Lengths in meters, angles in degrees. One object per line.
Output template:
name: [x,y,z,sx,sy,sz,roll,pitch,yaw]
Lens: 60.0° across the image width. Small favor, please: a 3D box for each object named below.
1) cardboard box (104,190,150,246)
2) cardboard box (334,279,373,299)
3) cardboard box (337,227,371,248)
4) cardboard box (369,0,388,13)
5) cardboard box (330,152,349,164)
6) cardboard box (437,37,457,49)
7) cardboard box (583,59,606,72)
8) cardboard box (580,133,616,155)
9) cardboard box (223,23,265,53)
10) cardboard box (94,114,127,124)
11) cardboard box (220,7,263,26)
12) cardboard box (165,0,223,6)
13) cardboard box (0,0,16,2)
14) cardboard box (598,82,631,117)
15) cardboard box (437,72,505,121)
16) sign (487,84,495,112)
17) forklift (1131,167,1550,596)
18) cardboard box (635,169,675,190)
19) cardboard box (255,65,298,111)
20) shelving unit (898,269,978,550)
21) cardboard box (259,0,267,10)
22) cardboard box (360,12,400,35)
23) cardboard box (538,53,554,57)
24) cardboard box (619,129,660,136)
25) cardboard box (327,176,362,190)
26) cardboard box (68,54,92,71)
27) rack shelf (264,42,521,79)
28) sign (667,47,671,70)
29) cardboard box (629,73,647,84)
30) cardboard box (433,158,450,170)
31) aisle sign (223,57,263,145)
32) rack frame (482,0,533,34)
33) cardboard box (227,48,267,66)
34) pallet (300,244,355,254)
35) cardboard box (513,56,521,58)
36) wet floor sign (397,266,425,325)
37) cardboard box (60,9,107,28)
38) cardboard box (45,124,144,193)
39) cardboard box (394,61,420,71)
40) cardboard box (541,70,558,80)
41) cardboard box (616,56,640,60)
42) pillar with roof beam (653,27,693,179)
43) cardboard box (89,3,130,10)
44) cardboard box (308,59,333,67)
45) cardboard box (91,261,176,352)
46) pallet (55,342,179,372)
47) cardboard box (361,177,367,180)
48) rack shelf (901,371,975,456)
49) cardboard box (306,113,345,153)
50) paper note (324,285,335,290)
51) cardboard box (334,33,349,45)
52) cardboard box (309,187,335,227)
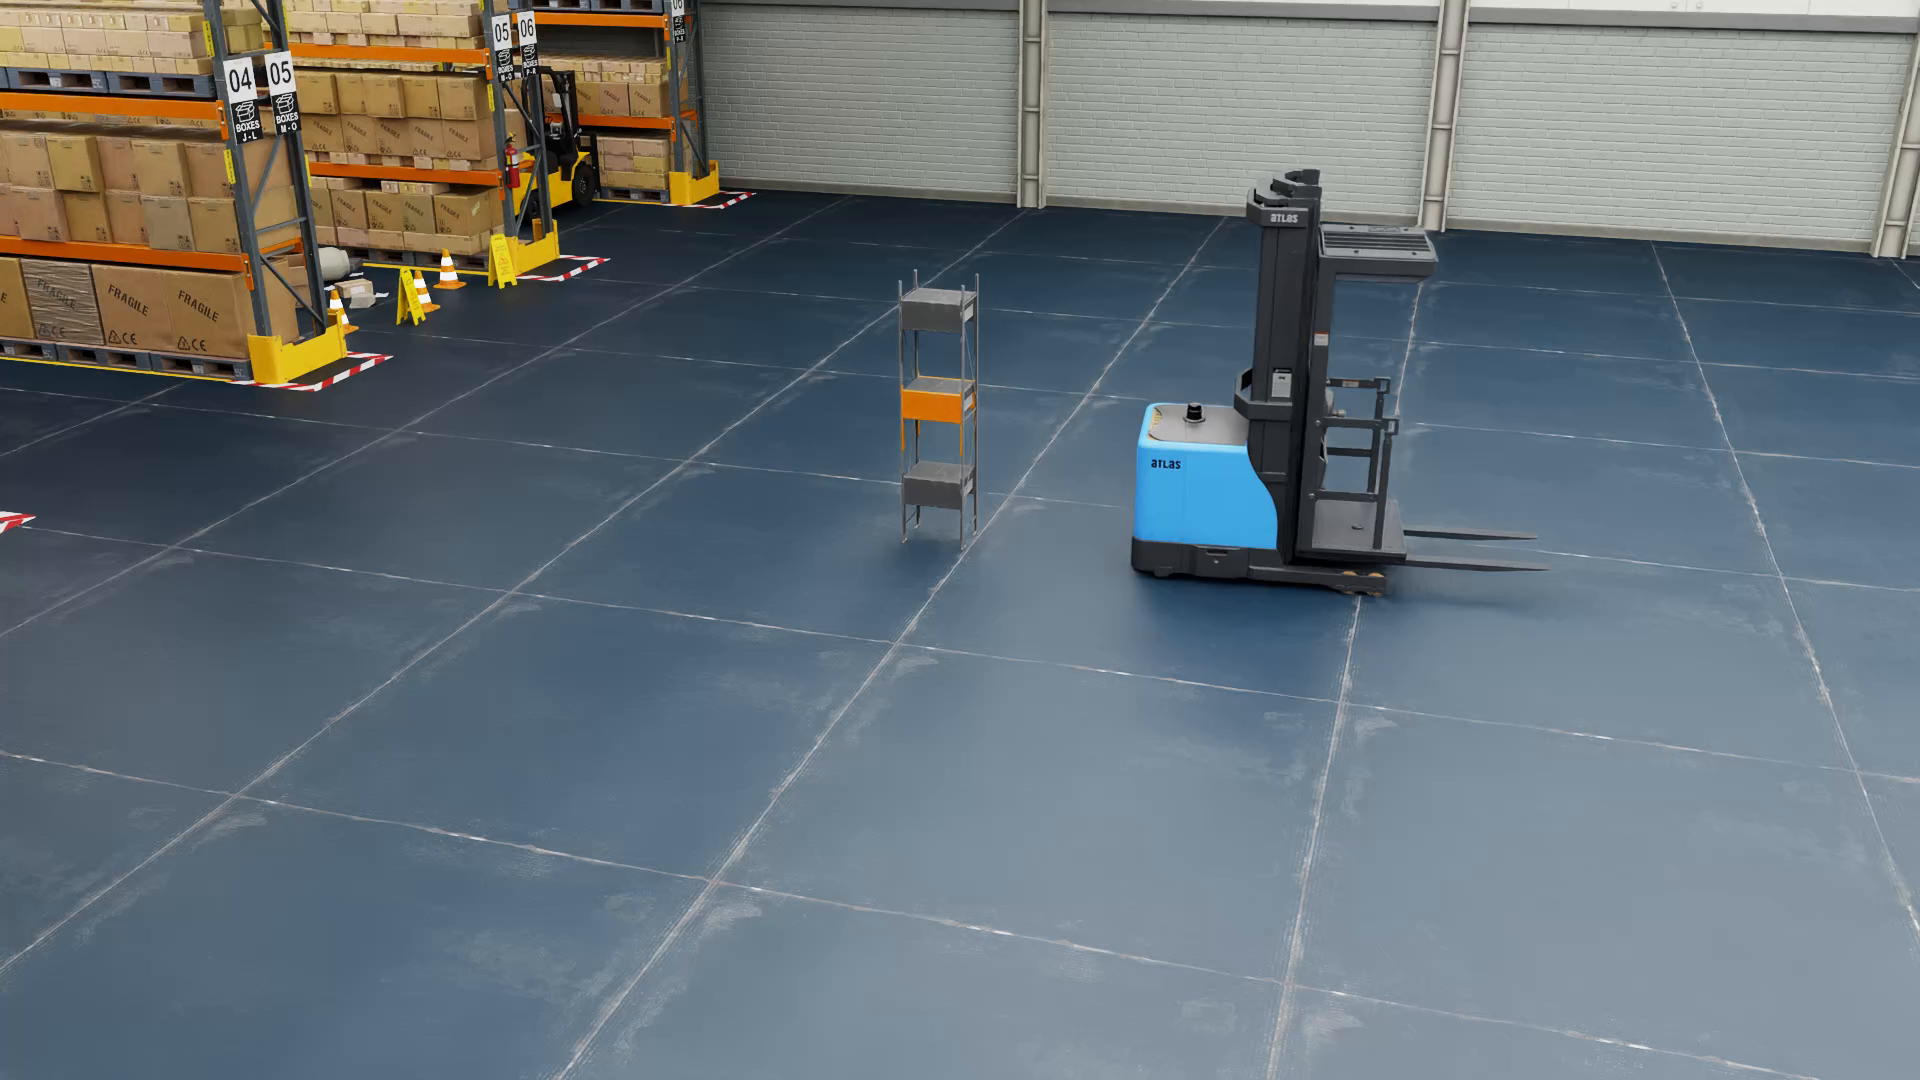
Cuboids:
cardboard box: [-8.391,-3.463,17.467,0.550,0.550,0.875,7,23,16]
cardboard box: [-7.495,-3.110,20.561,0.380,0.149,0.250,-20,29,-39]
cardboard box: [-7.977,-4.106,22.302,0.500,0.250,0.500,6,23,15]
cardboard box: [-7.255,-6.768,21.049,0.250,0.149,0.380,6,23,14]
cardboard box: [-8.056,-5.047,21.858,0.250,0.149,0.380,7,23,16]
cardboard box: [-6.327,-6.244,20.823,0.250,0.149,0.380,7,23,16]
cardboard box: [-5.632,-7.347,25.756,0.250,0.149,0.380,7,23,17]
cardboard box: [-5.734,-6.251,26.214,0.500,0.250,0.500,7,23,16]
cardboard box: [-7.378,-5.053,16.708,0.500,0.250,0.500,6,23,15]
cardboard box: [-11.464,-5.973,22.708,0.500,0.500,0.500,6,23,13]
cardboard box: [-7.218,-5.243,16.648,0.250,0.149,0.380,7,23,16]
cardboard box: [-10.088,-6.982,21.936,0.500,0.250,0.500,6,23,14]
cardboard box: [-10.136,-5.577,17.462,0.250,0.149,0.380,6,23,15]
cardboard box: [-5.268,-6.888,25.884,0.500,0.500,0.500,7,23,17]
cardboard box: [-6.209,-5.643,21.138,0.500,0.500,0.700,6,23,14]
sign: [-5.837,-5.502,20.694,0.005,0.325,0.100,7,23,16]
forklift: [2.852,-1.164,12.150,3.031,2.935,1.130,4,23,9]
cardboard box: [-4.768,-5.682,26.145,0.500,0.250,0.500,7,23,16]
cardboard box: [-9.128,-5.977,21.954,0.500,0.500,0.700,6,23,15]
shelving unit: [-0.158,-0.990,12.821,0.503,2.100,0.431,7,23,16]
cardboard box: [-8.772,-6.895,21.360,0.250,0.149,0.380,6,23,14]
cardboard box: [-7.204,-6.544,21.030,0.500,0.250,0.500,7,23,17]
cardboard box: [-6.678,-7.714,26.649,0.250,0.149,0.380,6,23,15]
cardboard box: [-5.112,-6.383,26.536,0.500,0.250,0.500,7,23,16]
cardboard box: [-8.146,-4.745,22.017,0.250,0.149,0.380,8,24,19]
cardboard box: [-8.623,-4.775,16.556,0.250,0.149,0.380,7,23,16]
rack shelf: [-7.572,-6.294,21.561,4.000,0.370,1.077,7,23,16]
sign: [-4.397,-7.273,25.116,0.005,0.325,0.100,7,23,16]
cardboard box: [-4.893,-7.123,25.602,0.250,0.149,0.380,7,23,16]
cardboard box: [-6.591,-4.890,21.475,0.250,0.149,0.380,6,23,15]
aisle sign: [-7.009,-4.296,16.270,0.004,0.787,0.394,7,23,16]
rack frame: [-5.657,-7.795,20.321,0.127,3.000,1.000,7,23,16]
cardboard box: [-7.226,-4.876,16.803,0.250,0.149,0.380,7,23,16]
pallet: [-8.833,-4.107,22.910,1.213,0.211,1.003,7,23,16]
cardboard box: [-7.097,-7.517,26.170,0.250,0.149,0.380,7,23,17]
wet floor sign: [-6.391,-2.837,19.241,0.232,0.644,0.267,3,22,6]
cardboard box: [-8.628,-5.144,16.406,0.250,0.149,0.380,6,23,15]
cardboard box: [-8.929,-3.982,17.310,0.500,0.550,0.875,7,23,16]
cardboard box: [-8.919,-7.633,26.844,0.250,0.149,0.380,7,23,15]
cardboard box: [-6.353,-7.301,26.035,0.250,0.149,0.380,6,23,14]
cardboard box: [-5.217,-7.519,26.175,0.250,0.149,0.380,7,23,16]
pillar with roof beam: [-5.877,-8.439,21.890,0.400,9.000,9.100,7,23,16]
cardboard box: [-8.680,-5.411,17.056,0.250,0.149,0.380,7,23,16]
cardboard box: [-10.427,-7.767,27.171,0.250,0.149,0.380,7,23,17]
cardboard box: [-8.502,-2.567,17.728,0.875,0.875,0.875,6,23,15]
pallet: [-8.943,-2.114,18.049,1.213,0.211,1.003,7,23,15]
cardboard box: [-8.355,-4.705,22.774,0.500,0.500,0.500,7,23,16]
rack shelf: [-0.158,-0.977,12.826,0.480,0.518,0.431,7,23,16]
cardboard box: [-8.182,-5.386,21.829,0.500,0.500,0.500,6,23,15]
paper note: [-7.907,-3.169,20.875,0.142,0.019,0.148,16,27,34]
cardboard box: [-7.781,-6.437,21.293,0.250,0.149,0.380,7,23,16]
cardboard box: [-8.484,-4.510,22.299,0.500,0.500,0.500,8,23,18]
